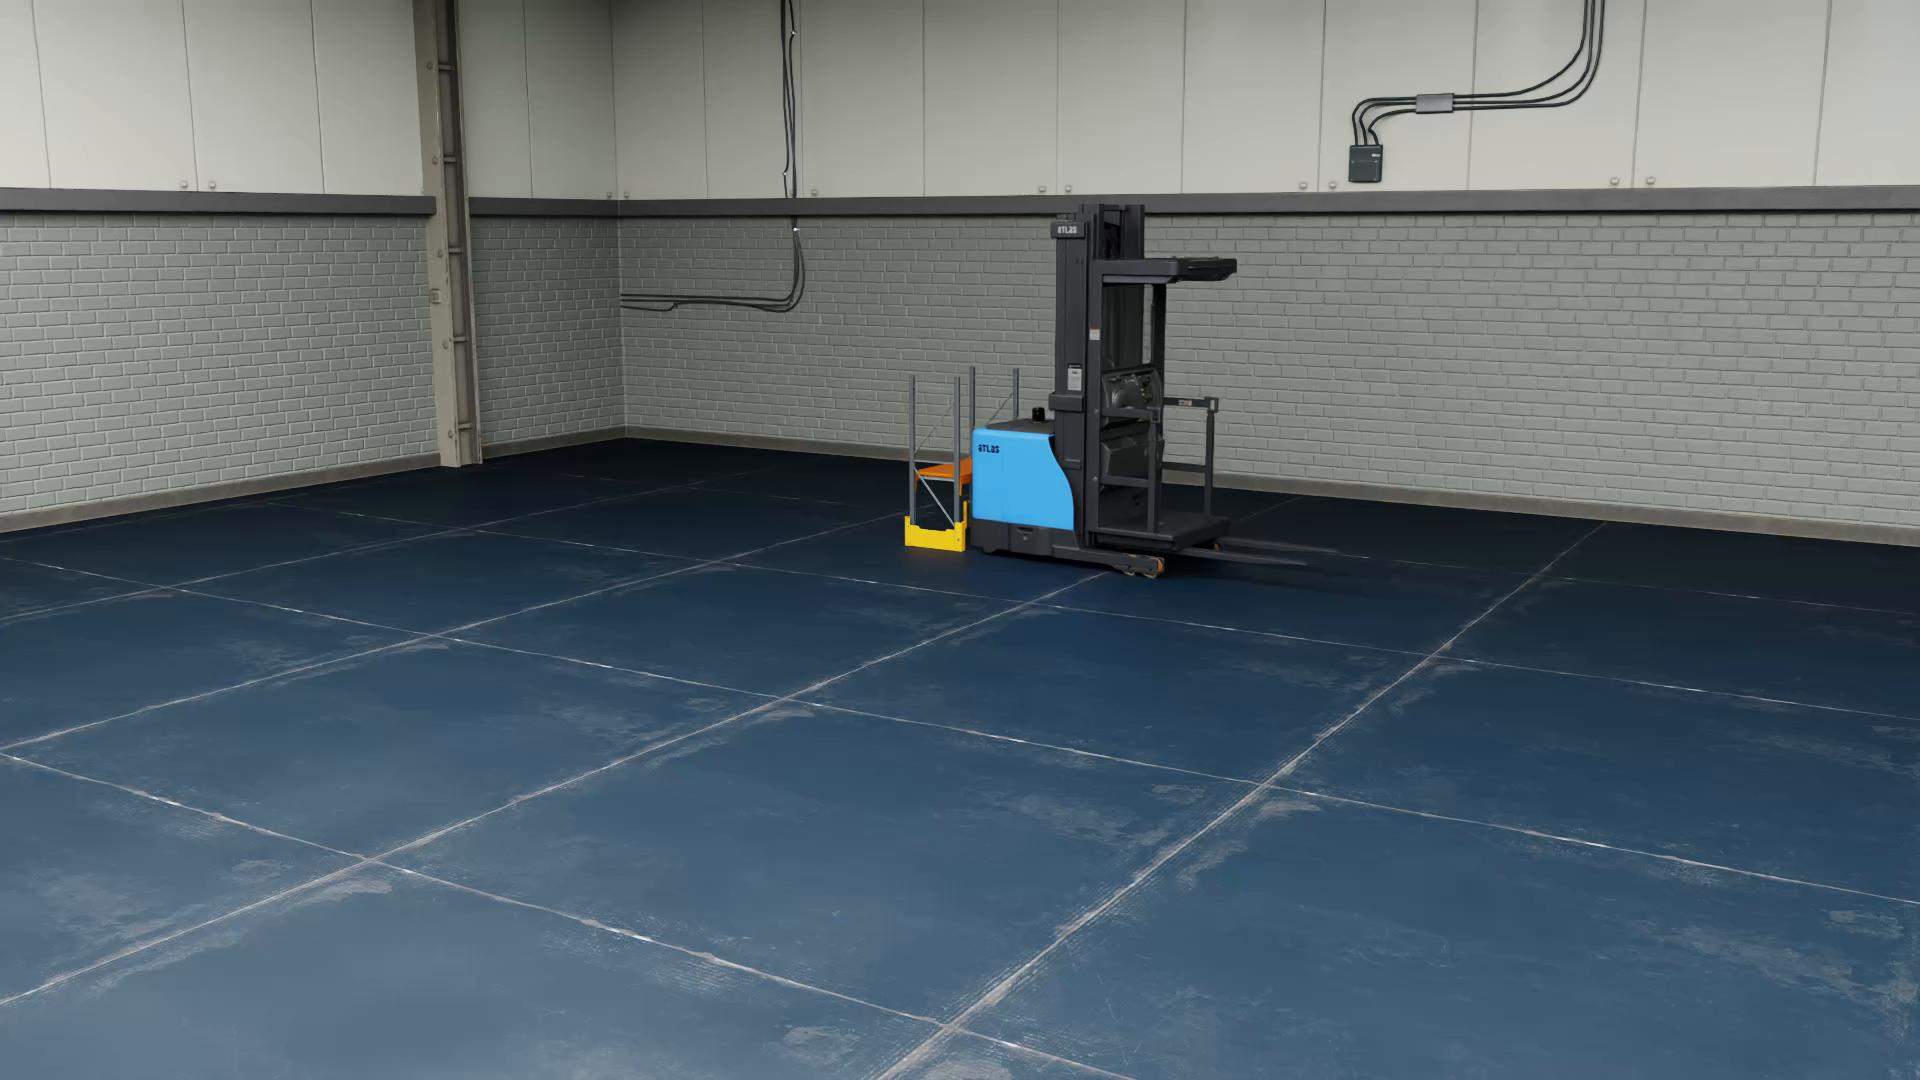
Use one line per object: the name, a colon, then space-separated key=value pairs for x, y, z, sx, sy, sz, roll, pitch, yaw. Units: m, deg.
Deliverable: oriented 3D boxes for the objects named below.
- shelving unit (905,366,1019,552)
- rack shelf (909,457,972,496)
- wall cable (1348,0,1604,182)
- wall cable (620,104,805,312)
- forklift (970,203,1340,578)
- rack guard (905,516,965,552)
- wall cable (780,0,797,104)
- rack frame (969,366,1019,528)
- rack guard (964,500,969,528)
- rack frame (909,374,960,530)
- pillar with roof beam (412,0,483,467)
shelving unit: x=0.040 y=-0.749 z=14.795 sx=0.587 sy=1.500 sz=1.083 roll=6 pitch=12 yaw=31
rack shelf: x=0.044 y=-0.574 z=14.835 sx=0.538 sy=0.185 sz=1.000 roll=6 pitch=12 yaw=31
wall cable: x=4.870 y=-6.417 z=15.448 sx=2.305 sy=6.003 sz=0.169 roll=6 pitch=12 yaw=31
wall cable: x=-3.235 y=-4.128 z=20.905 sx=3.097 sy=2.526 sz=0.112 roll=6 pitch=12 yaw=31
forklift: x=1.588 y=-1.247 z=13.564 sx=3.031 sy=2.935 sz=1.130 roll=7 pitch=13 yaw=34
rack guard: x=-0.219 y=-0.057 z=14.491 sx=0.587 sy=0.250 sz=0.087 roll=6 pitch=12 yaw=31
wall cable: x=-0.923 y=-6.352 z=19.059 sx=3.097 sy=2.526 sz=0.112 roll=6 pitch=12 yaw=31
rack frame: x=0.308 y=-0.831 z=15.229 sx=0.500 sy=1.500 sz=0.032 roll=6 pitch=12 yaw=31
rack guard: x=0.298 y=-0.213 z=15.328 sx=0.587 sy=0.250 sz=0.087 roll=6 pitch=12 yaw=31
rack frame: x=-0.220 y=-0.671 z=14.375 sx=0.500 sy=1.500 sz=0.032 roll=6 pitch=12 yaw=31
pillar with roof beam: x=-2.216 y=-4.906 z=16.622 sx=9.100 sy=9.000 sz=0.400 roll=6 pitch=12 yaw=31
